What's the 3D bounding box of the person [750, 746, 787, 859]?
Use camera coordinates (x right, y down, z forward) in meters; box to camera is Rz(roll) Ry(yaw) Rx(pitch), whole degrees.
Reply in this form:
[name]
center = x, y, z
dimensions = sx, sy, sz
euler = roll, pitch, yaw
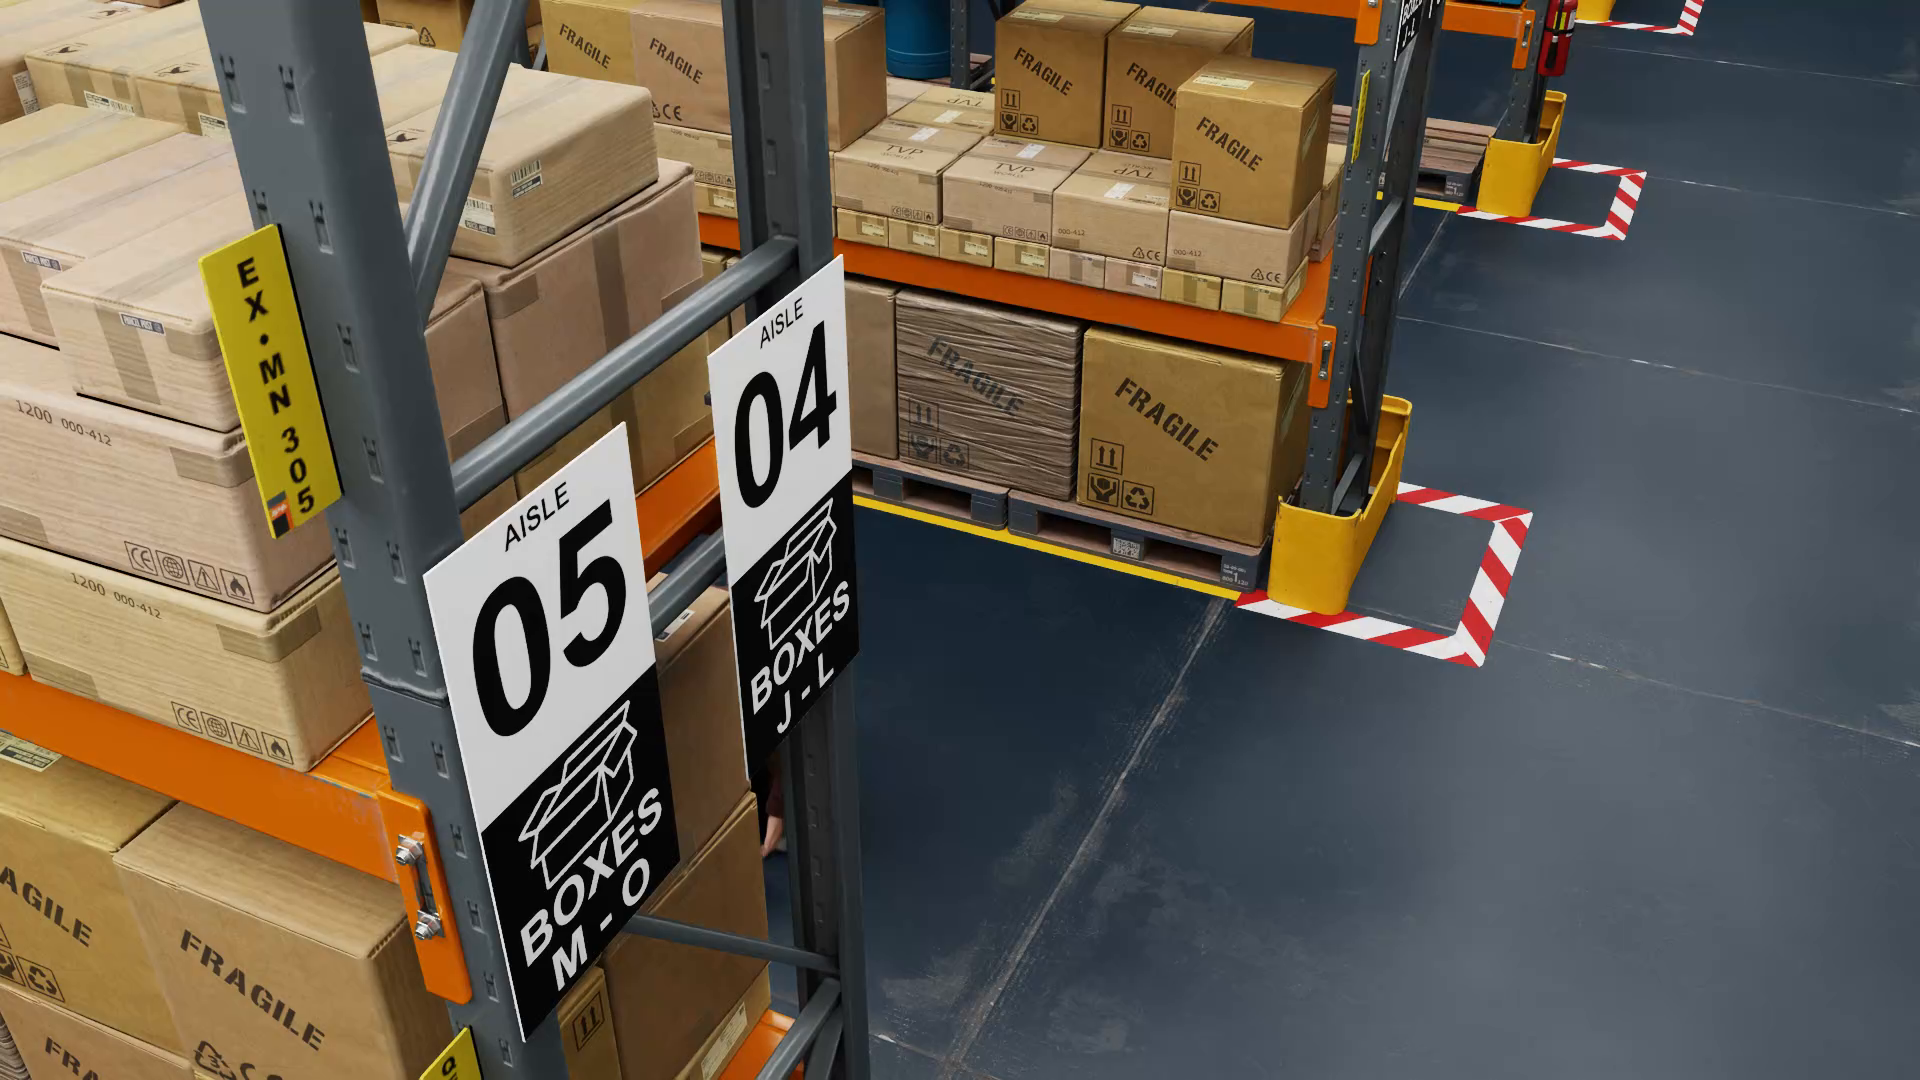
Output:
[person]
center = -0.696, 0.599, 5.861
dimensions = 0.615, 1.099, 0.860
euler = 14, 36, 20
